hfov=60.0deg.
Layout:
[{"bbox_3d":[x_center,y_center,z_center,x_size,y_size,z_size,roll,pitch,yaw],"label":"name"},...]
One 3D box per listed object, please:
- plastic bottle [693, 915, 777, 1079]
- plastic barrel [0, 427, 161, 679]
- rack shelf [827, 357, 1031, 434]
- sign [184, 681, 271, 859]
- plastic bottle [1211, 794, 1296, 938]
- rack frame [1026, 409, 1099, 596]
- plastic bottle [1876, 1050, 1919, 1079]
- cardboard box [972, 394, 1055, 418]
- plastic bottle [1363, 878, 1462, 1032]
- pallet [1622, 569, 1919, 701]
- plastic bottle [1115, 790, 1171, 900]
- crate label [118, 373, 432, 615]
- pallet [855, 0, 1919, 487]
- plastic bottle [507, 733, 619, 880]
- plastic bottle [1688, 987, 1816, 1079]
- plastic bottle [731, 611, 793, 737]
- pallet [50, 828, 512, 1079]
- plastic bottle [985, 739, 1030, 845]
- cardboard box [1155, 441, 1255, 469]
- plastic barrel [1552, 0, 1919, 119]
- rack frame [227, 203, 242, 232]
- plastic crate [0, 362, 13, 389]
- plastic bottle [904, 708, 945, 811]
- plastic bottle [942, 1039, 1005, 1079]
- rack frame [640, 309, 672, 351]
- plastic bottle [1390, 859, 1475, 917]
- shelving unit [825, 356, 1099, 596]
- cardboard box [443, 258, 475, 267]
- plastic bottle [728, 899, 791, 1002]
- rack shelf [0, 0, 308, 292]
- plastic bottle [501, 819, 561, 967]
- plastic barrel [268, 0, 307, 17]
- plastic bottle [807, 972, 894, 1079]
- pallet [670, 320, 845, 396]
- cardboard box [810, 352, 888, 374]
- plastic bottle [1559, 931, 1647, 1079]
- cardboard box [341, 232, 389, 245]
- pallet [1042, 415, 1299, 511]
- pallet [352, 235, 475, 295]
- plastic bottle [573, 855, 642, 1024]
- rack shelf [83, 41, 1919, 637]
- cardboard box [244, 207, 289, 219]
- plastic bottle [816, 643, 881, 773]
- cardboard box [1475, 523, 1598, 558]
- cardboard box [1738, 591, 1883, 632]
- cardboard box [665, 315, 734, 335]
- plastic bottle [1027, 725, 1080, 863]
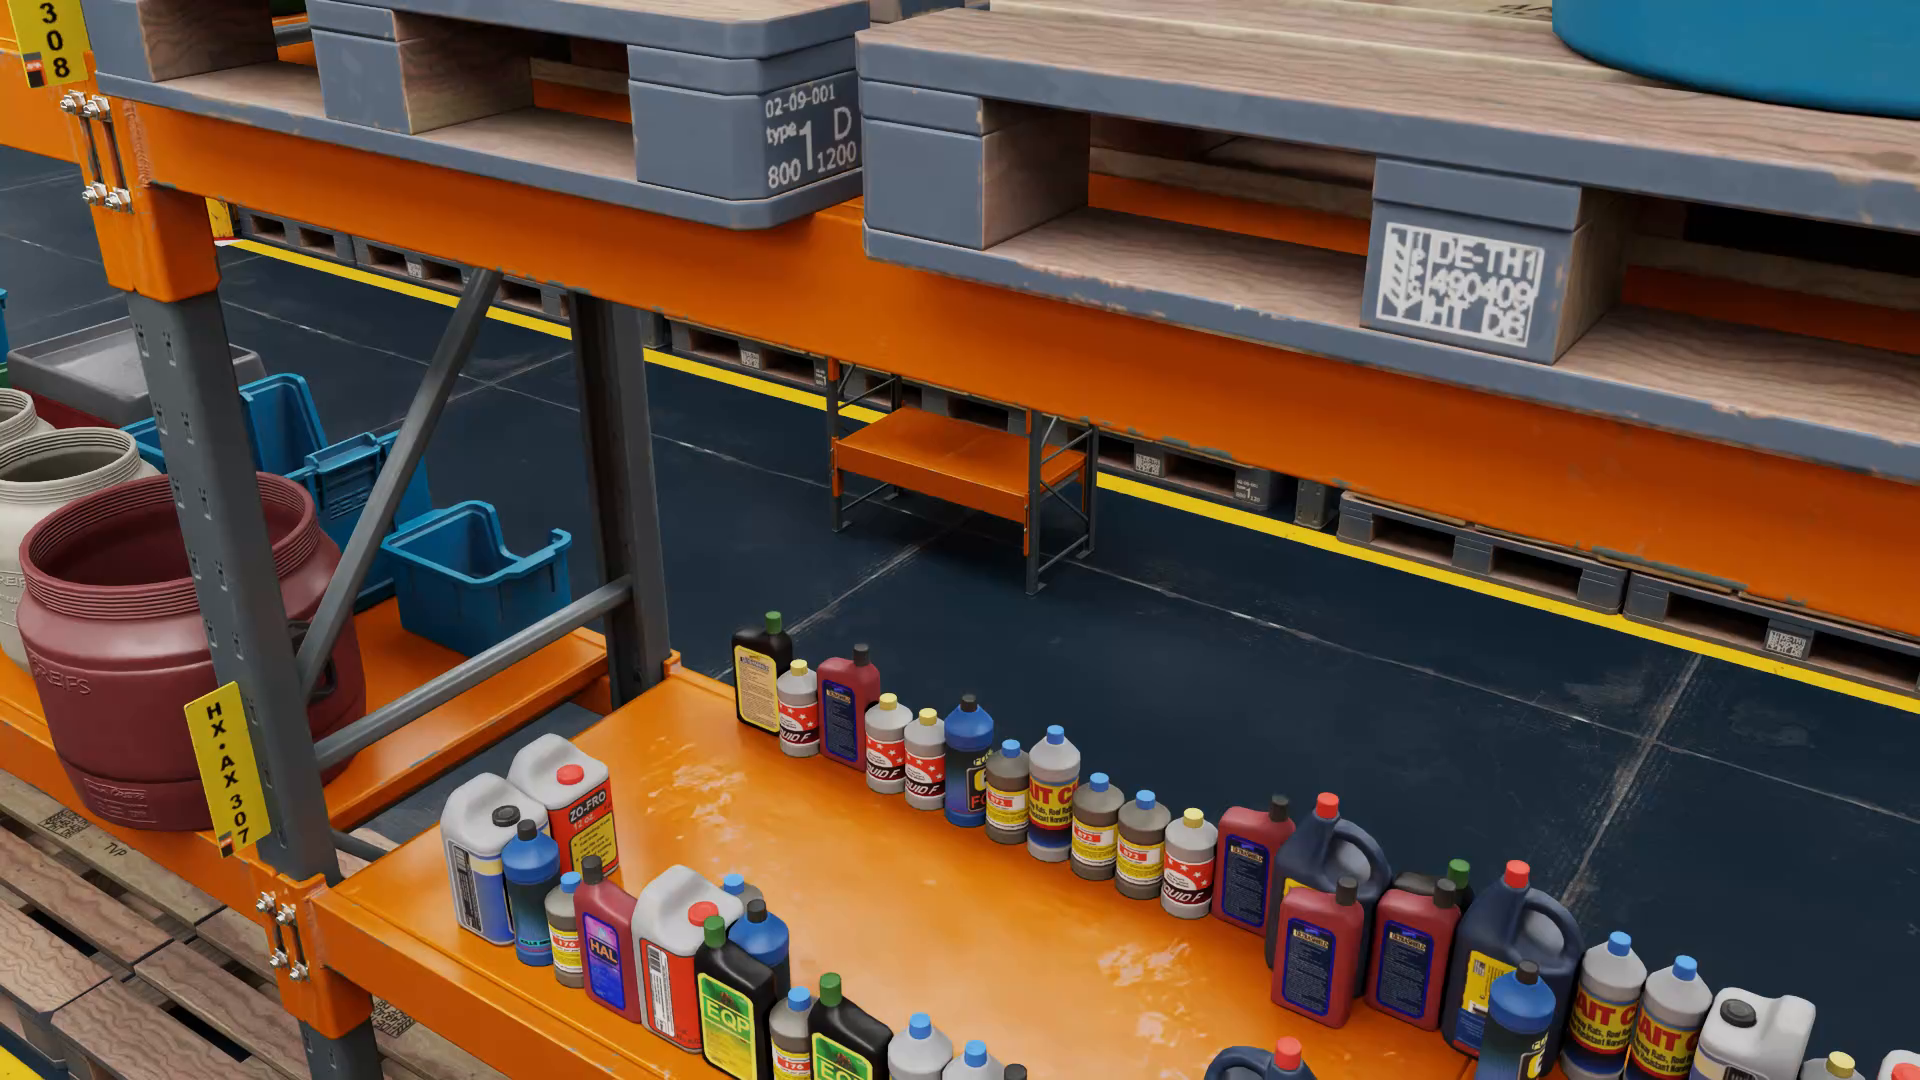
[{"bbox_3d":[-0.354,0.730,2.636,0.133,0.283,0.061,17,32,30],"label":"plastic bottle"},{"bbox_3d":[-1.962,0.042,3.737,0.421,0.512,0.421,0,27,0],"label":"plastic barrel"},{"bbox_3d":[0.006,-0.760,6.859,1.000,0.278,0.538,17,32,30],"label":"rack shelf"},{"bbox_3d":[-1.299,0.411,2.955,0.005,0.325,0.100,17,32,30],"label":"sign"},{"bbox_3d":[0.524,0.566,2.959,0.133,0.283,0.061,17,32,30],"label":"plastic bottle"},{"bbox_3d":[0.425,-0.369,6.735,0.032,1.125,0.500,17,32,30],"label":"rack frame"},{"bbox_3d":[1.375,0.860,2.391,0.135,0.276,0.152,17,32,30],"label":"plastic bottle"},{"bbox_3d":[0.403,-0.842,8.165,0.500,0.250,0.500,18,32,31],"label":"cardboard box"},{"bbox_3d":[0.752,0.671,2.754,0.133,0.283,0.061,17,32,30],"label":"plastic bottle"},{"bbox_3d":[3.410,0.188,6.649,1.213,0.211,1.003,17,32,30],"label":"pallet"},{"bbox_3d":[0.338,0.555,3.072,0.097,0.201,0.097,0,27,0],"label":"plastic bottle"},{"bbox_3d":[-1.659,-0.096,4.092,0.616,0.435,0.502,17,32,30],"label":"crate label"},{"bbox_3d":[0.666,-0.404,1.638,1.213,0.211,1.003,17,32,30],"label":"pallet"},{"bbox_3d":[-0.733,0.507,3.084,0.135,0.276,0.152,17,32,30],"label":"plastic bottle"},{"bbox_3d":[1.184,0.800,2.508,0.135,0.276,0.152,17,32,30],"label":"plastic bottle"},{"bbox_3d":[-0.418,0.273,3.536,0.133,0.283,0.061,17,32,30],"label":"plastic bottle"},{"bbox_3d":[-1.610,1.305,4.452,1.213,0.211,1.003,17,32,30],"label":"pallet"},{"bbox_3d":[0.097,0.480,3.219,0.097,0.201,0.097,0,27,0],"label":"plastic bottle"},{"bbox_3d":[1.243,-0.580,7.652,0.500,0.250,0.500,18,32,31],"label":"cardboard box"},{"bbox_3d":[0.810,-0.825,1.241,0.708,0.901,0.600,17,32,30],"label":"plastic barrel"},{"bbox_3d":[-4.780,-3.629,11.074,0.127,3.000,1.000,17,32,30],"label":"rack frame"},{"bbox_3d":[-2.695,-0.315,4.795,0.662,0.188,0.450,17,32,30],"label":"plastic crate"},{"bbox_3d":[-0.063,0.430,3.317,0.097,0.201,0.097,0,27,0],"label":"plastic bottle"},{"bbox_3d":[0.022,0.843,2.429,0.097,0.271,0.097,0,27,0],"label":"plastic bottle"},{"bbox_3d":[-1.483,-2.602,9.055,0.127,3.000,1.000,17,32,30],"label":"rack frame"},{"bbox_3d":[0.786,0.648,2.799,0.133,0.283,0.061,17,32,30],"label":"plastic bottle"},{"bbox_3d":[0.006,-0.500,6.991,1.048,1.125,0.538,17,32,30],"label":"shelving unit"},{"bbox_3d":[-2.816,-1.856,10.158,0.500,0.250,0.500,17,32,30],"label":"cardboard box"},{"bbox_3d":[-0.324,0.702,2.706,0.097,0.271,0.097,0,27,0],"label":"plastic bottle"},{"bbox_3d":[-2.642,-1.254,3.892,4.000,0.370,1.077,17,32,30],"label":"rack shelf"},{"bbox_3d":[-0.739,0.605,2.895,0.097,0.271,0.097,0,27,0],"label":"plastic bottle"},{"bbox_3d":[-1.226,-1.036,2.842,0.294,0.245,0.294,0,27,0],"label":"plastic barrel"},{"bbox_3d":[-0.163,0.790,2.520,0.133,0.283,0.061,17,32,30],"label":"plastic bottle"},{"bbox_3d":[-0.853,-1.185,9.345,1.213,0.211,1.003,17,32,30],"label":"pallet"},{"bbox_3d":[-0.442,-1.104,8.680,0.500,0.250,0.500,16,31,29],"label":"cardboard box"},{"bbox_3d":[1.023,0.737,2.636,0.097,0.271,0.097,0,27,0],"label":"plastic bottle"},{"bbox_3d":[-3.638,-2.114,10.666,0.500,0.250,0.500,17,32,30],"label":"cardboard box"},{"bbox_3d":[1.158,-0.558,8.114,1.213,0.211,1.003,17,32,30],"label":"pallet"},{"bbox_3d":[-3.124,-1.892,10.735,1.213,0.211,1.003,17,32,30],"label":"pallet"},{"bbox_3d":[-0.574,0.662,2.771,0.133,0.283,0.061,17,32,30],"label":"plastic bottle"},{"bbox_3d":[0.655,-0.226,1.874,4.000,0.370,1.077,17,32,30],"label":"rack shelf"},{"bbox_3d":[-4.464,-2.370,11.168,0.500,0.250,0.500,17,32,30],"label":"cardboard box"},{"bbox_3d":[-0.228,0.332,3.419,0.133,0.283,0.061,17,32,30],"label":"plastic bottle"},{"bbox_3d":[2.462,-0.301,6.805,0.500,0.500,0.500,16,31,29],"label":"cardboard box"},{"bbox_3d":[3.306,-0.038,6.288,0.500,0.500,0.500,16,31,29],"label":"cardboard box"},{"bbox_3d":[-1.291,-1.367,9.198,0.500,0.250,0.500,16,31,29],"label":"cardboard box"},{"bbox_3d":[0.178,0.474,3.154,0.097,0.271,0.097,0,27,0],"label":"plastic bottle"}]
